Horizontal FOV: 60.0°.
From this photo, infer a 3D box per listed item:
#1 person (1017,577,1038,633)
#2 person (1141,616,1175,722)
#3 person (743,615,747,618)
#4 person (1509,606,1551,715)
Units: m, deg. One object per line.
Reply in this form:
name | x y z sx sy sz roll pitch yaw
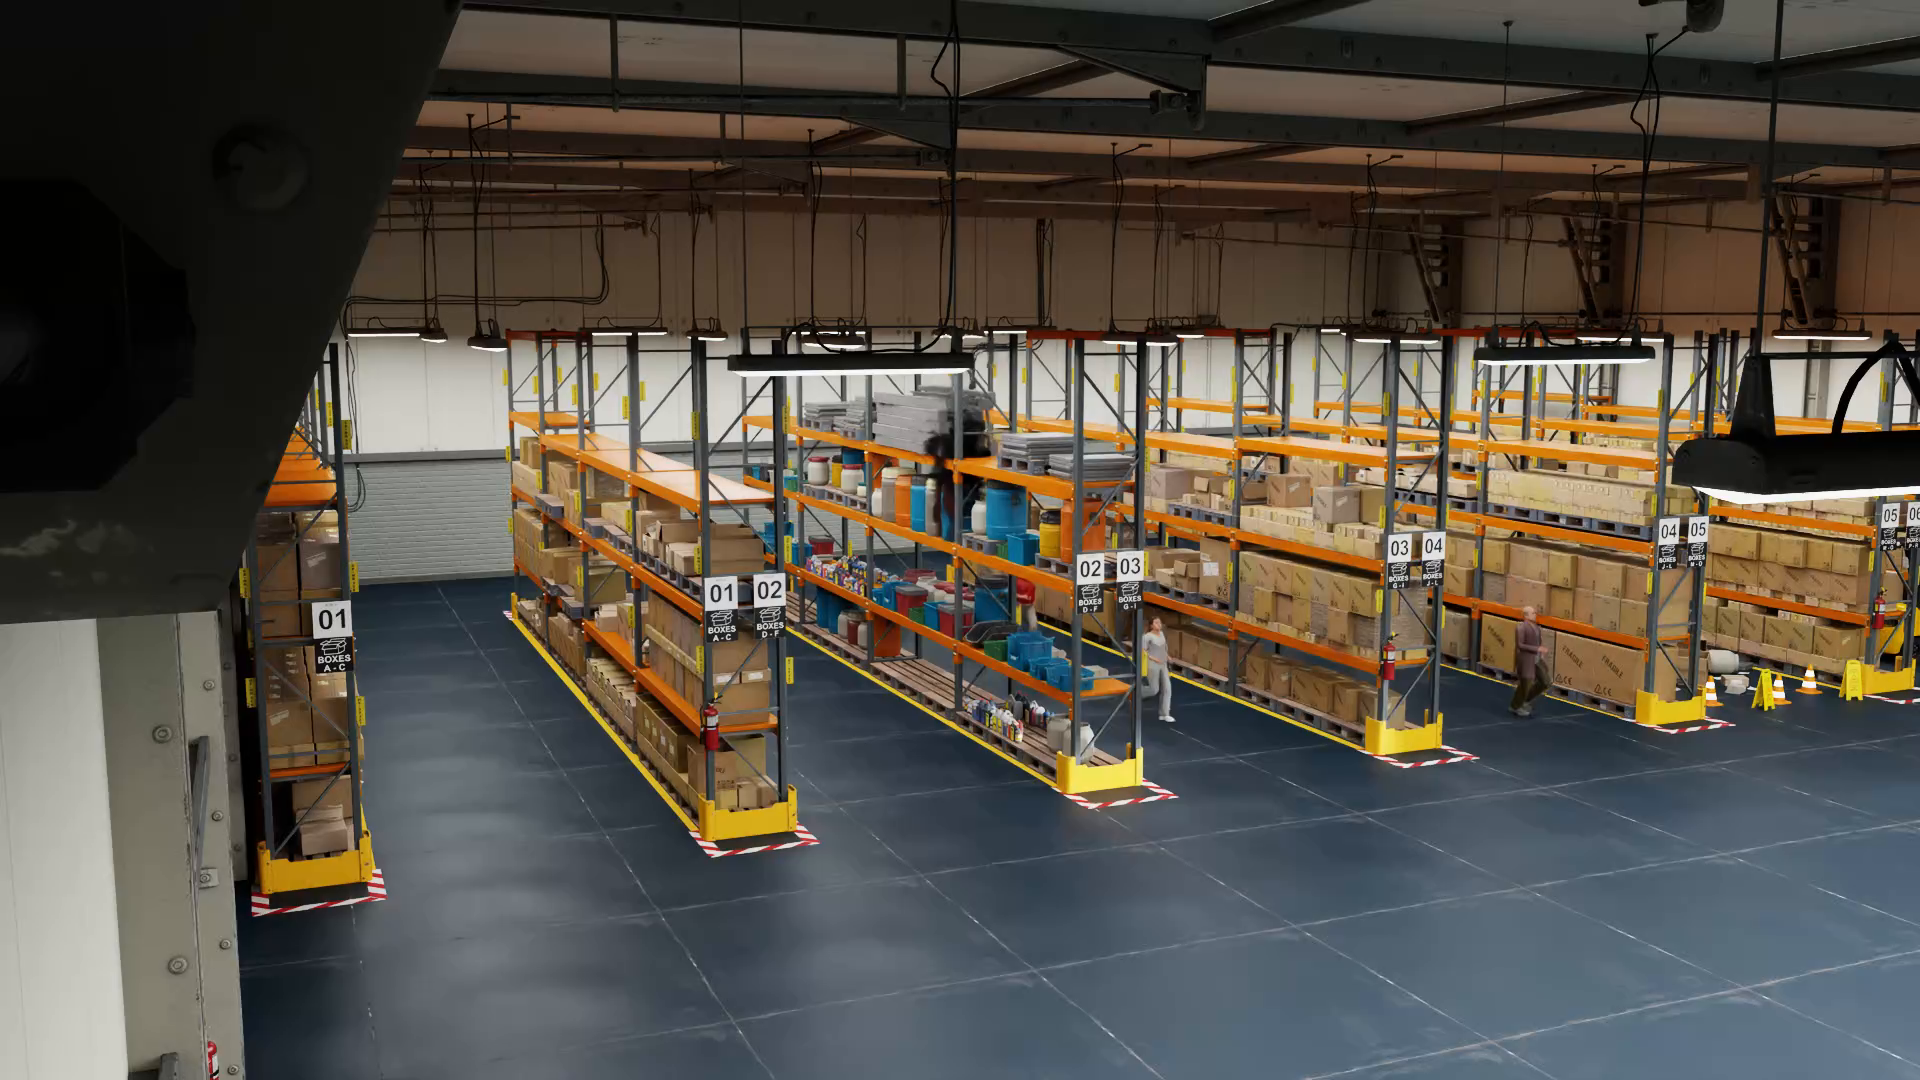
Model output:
person | 1.150 1.294 30.792 0.608 1.767 0.909 -4 9 -26
person | 3.077 1.988 26.048 0.583 1.635 0.894 -6 10 -35
person | -3.900 1.580 28.687 0.615 1.696 0.876 -6 10 -35
person | 8.986 1.909 26.151 0.683 1.743 0.686 -6 10 -38
